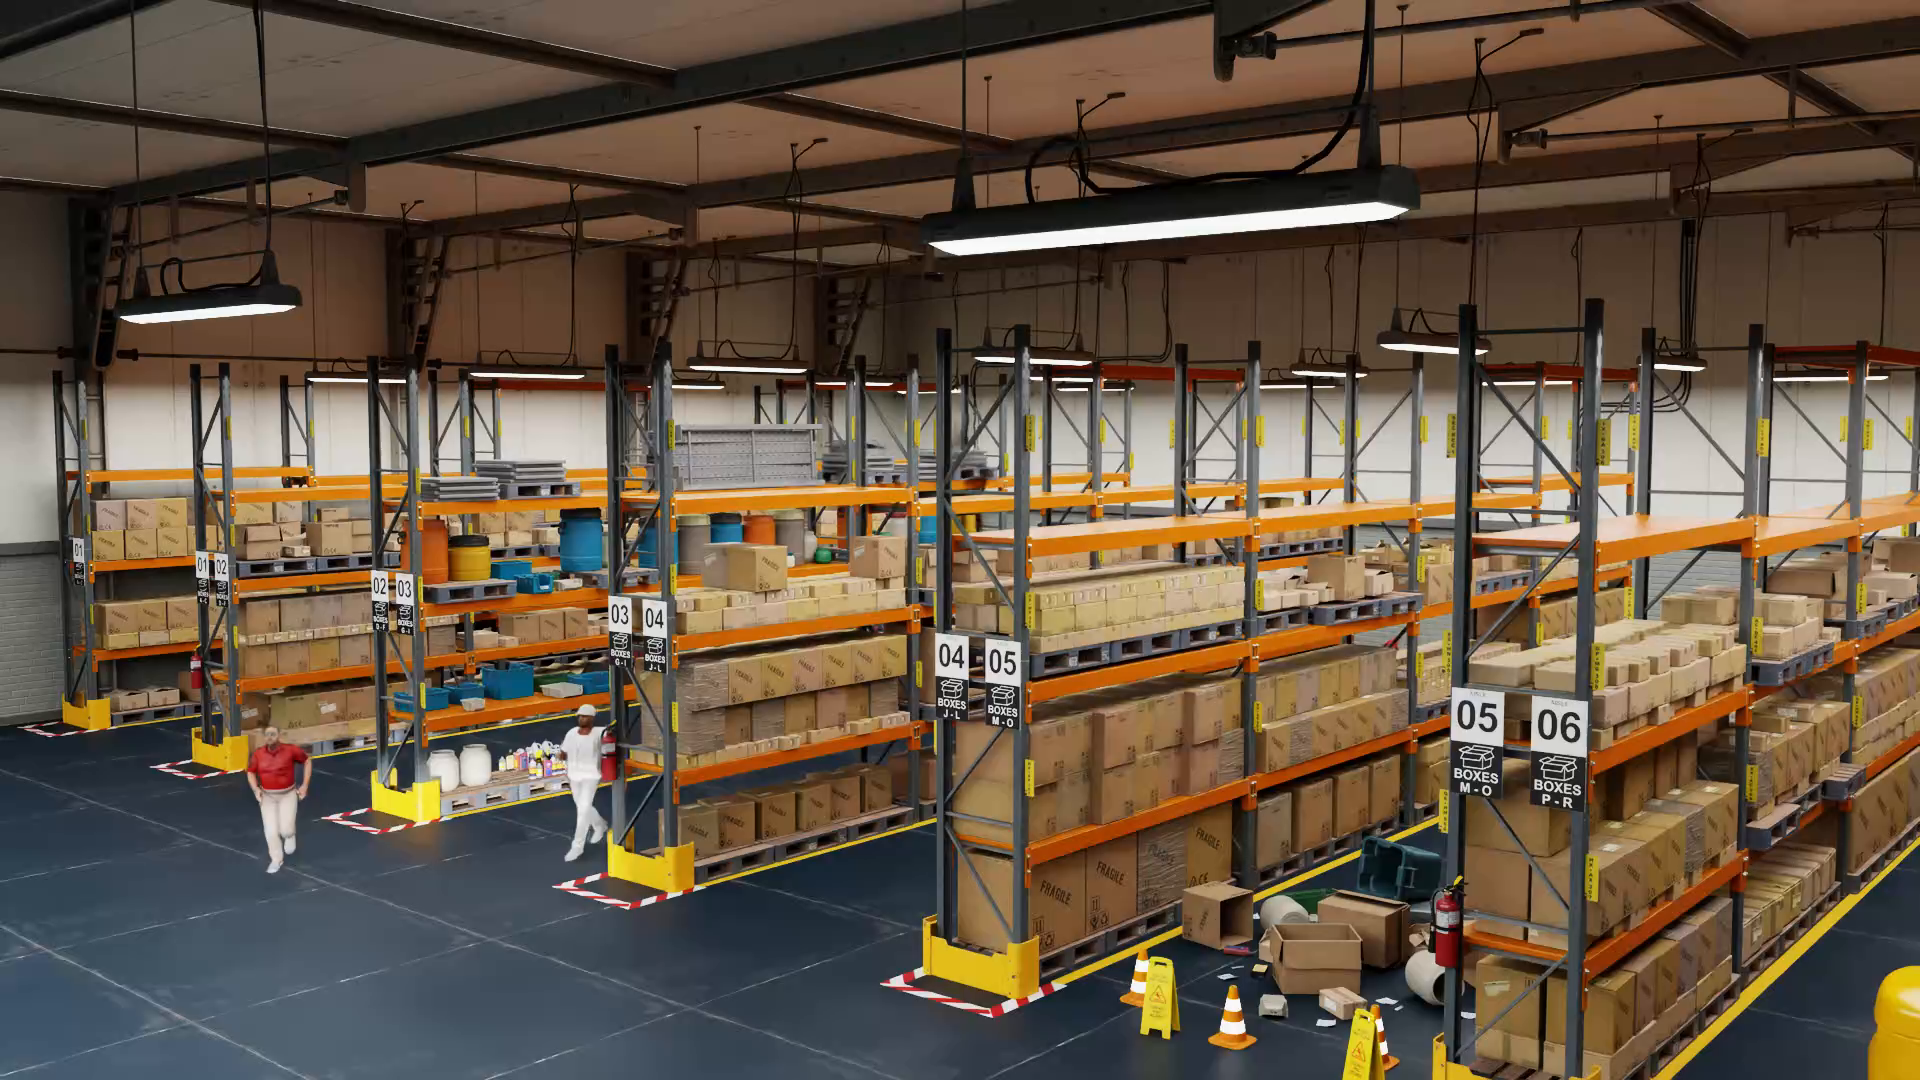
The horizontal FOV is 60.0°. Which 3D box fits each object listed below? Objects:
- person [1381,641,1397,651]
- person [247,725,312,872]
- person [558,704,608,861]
[{"bbox_3d":[6.681,2.437,25.701,0.664,1.778,0.874,4,6,43],"label":"person"},{"bbox_3d":[-7.819,2.955,19.091,0.684,1.691,0.668,-1,4,-10],"label":"person"},{"bbox_3d":[-4.448,2.826,19.712,0.700,1.762,0.935,2,5,25],"label":"person"}]
